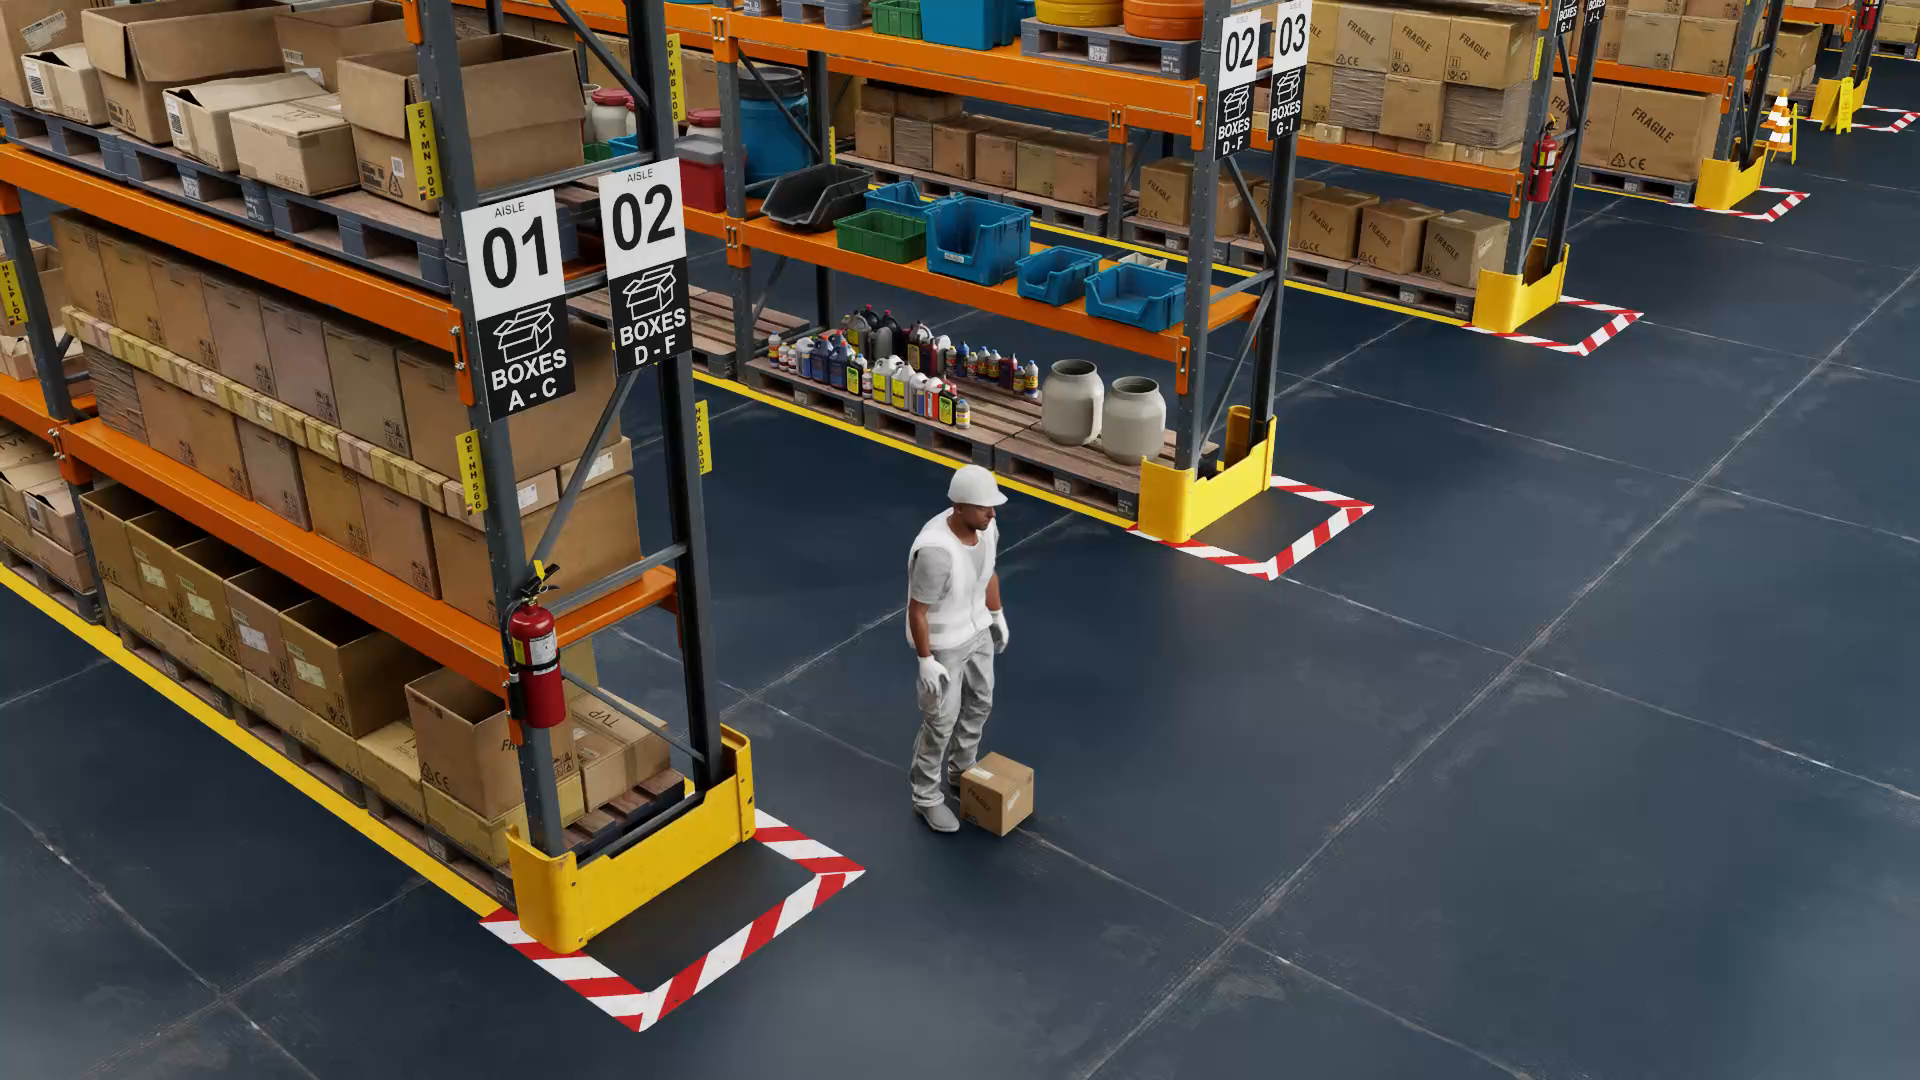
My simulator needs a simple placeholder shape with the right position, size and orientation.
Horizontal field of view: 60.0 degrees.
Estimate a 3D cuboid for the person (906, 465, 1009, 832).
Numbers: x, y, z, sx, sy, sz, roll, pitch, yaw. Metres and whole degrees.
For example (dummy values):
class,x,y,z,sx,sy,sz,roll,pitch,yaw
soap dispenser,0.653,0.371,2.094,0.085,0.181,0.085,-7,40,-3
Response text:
class,x,y,z,sx,sy,sz,roll,pitch,yaw
person,-0.002,0.463,7.699,0.444,1.776,0.632,19,33,32
